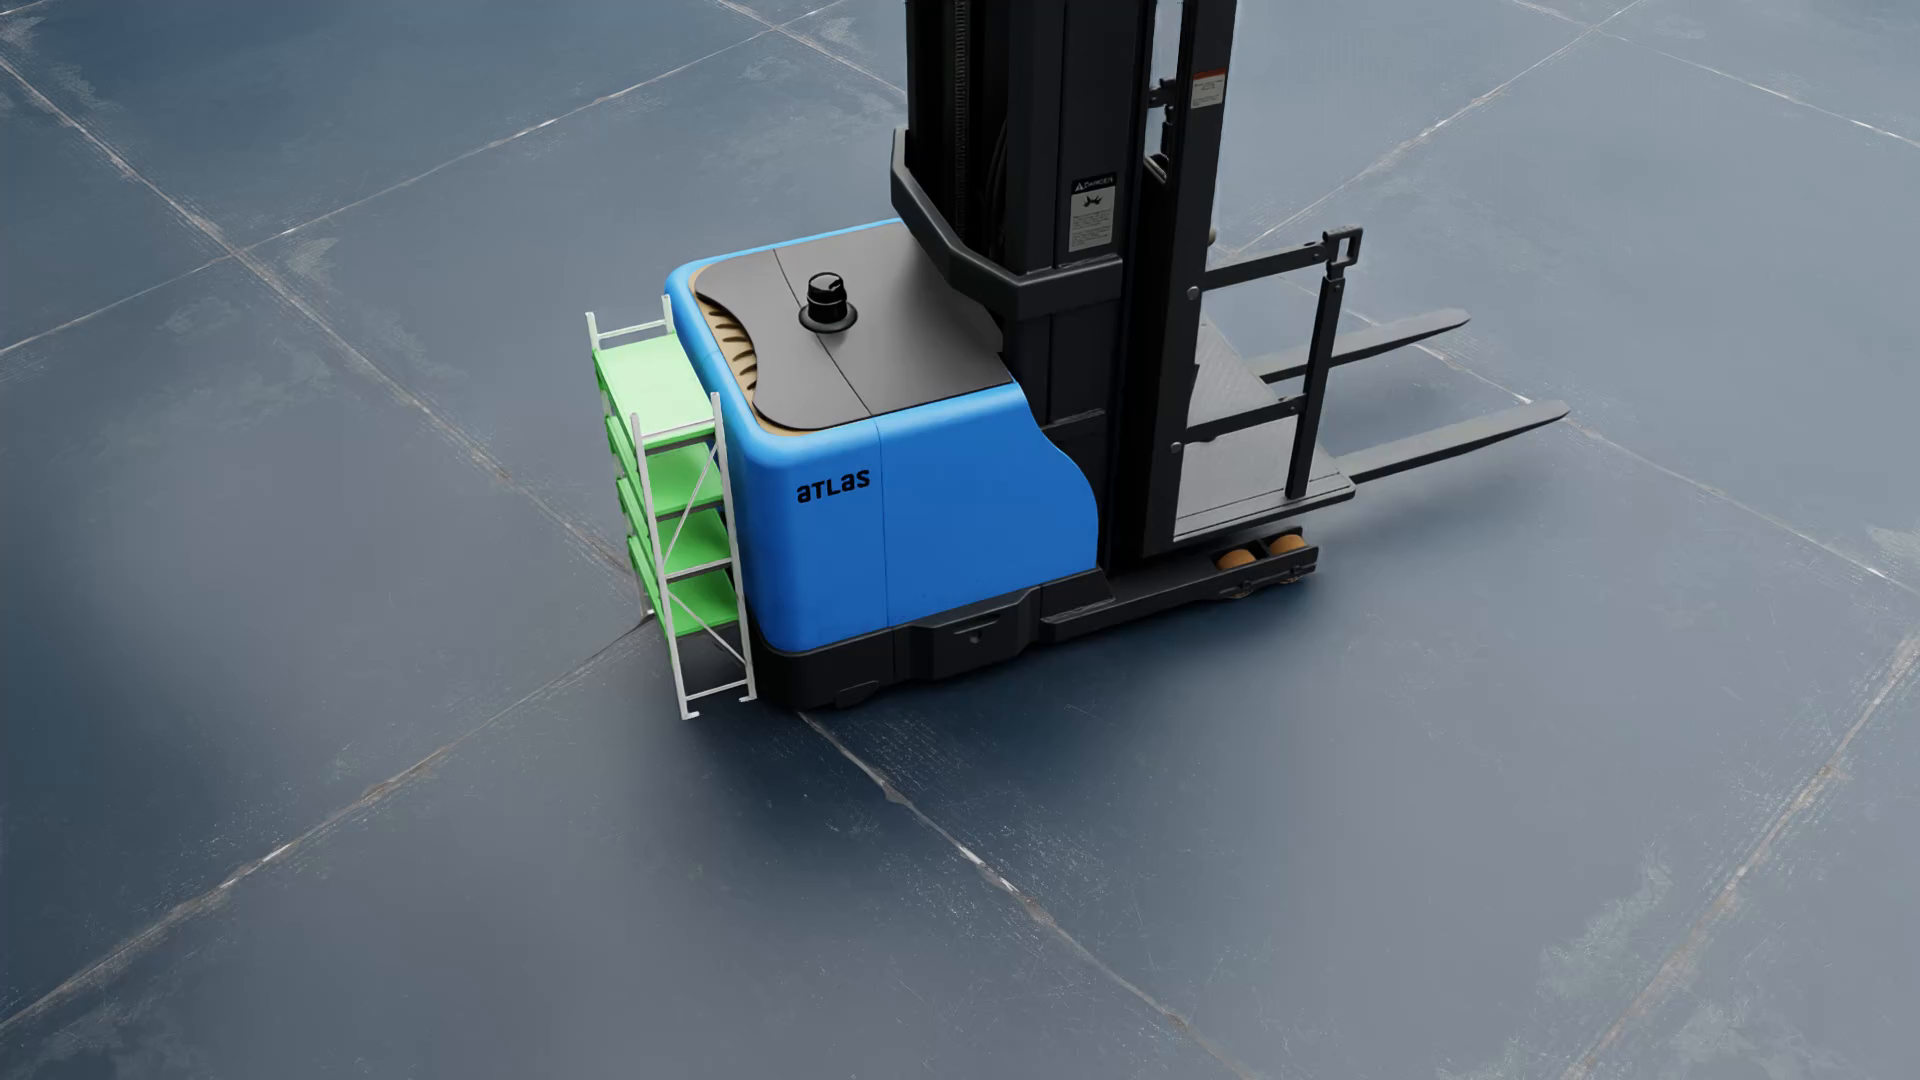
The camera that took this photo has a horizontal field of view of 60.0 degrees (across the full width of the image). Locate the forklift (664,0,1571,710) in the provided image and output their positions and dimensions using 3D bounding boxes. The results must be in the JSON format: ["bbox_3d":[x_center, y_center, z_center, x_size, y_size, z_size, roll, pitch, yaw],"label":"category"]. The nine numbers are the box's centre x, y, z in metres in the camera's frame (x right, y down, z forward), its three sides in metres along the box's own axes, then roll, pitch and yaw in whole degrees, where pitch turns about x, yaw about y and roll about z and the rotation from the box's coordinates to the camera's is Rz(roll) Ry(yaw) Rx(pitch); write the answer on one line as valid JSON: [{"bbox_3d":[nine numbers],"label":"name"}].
[{"bbox_3d":[0.651,-1.199,4.888,3.031,2.935,1.130,-15,45,-16],"label":"forklift"}]

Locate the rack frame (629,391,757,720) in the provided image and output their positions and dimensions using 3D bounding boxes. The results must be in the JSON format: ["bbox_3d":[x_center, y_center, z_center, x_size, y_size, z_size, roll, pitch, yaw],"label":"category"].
[{"bbox_3d":[-0.750,0.082,4.777,0.240,1.200,0.015,-16,45,-16],"label":"rack frame"}]

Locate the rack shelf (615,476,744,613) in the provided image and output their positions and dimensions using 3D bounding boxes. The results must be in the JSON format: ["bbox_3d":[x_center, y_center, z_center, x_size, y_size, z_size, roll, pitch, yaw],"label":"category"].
[{"bbox_3d":[-0.844,-0.024,4.986,0.258,0.148,0.480,-16,45,-16],"label":"rack shelf"}]

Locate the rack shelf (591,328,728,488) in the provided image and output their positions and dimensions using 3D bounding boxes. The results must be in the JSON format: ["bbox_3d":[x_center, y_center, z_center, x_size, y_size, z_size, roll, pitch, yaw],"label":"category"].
[{"bbox_3d":[-0.844,-0.376,4.660,0.258,0.148,0.480,-16,45,-16],"label":"rack shelf"}]

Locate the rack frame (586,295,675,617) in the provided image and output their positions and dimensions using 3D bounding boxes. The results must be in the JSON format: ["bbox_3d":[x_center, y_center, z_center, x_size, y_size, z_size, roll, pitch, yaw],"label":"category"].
[{"bbox_3d":[-0.938,-0.223,5.108,0.240,1.200,0.015,-16,45,-16],"label":"rack frame"}]

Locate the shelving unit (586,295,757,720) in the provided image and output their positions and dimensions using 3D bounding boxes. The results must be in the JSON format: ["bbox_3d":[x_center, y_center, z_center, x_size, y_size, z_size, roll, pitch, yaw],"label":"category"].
[{"bbox_3d":[-0.844,-0.071,4.942,0.258,1.200,0.503,-16,45,-16],"label":"shelving unit"}]

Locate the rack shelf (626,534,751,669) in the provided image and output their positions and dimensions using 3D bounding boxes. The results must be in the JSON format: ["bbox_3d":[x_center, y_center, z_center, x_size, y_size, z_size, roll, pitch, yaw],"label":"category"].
[{"bbox_3d":[-0.844,0.153,5.148,0.258,0.148,0.480,-16,45,-16],"label":"rack shelf"}]

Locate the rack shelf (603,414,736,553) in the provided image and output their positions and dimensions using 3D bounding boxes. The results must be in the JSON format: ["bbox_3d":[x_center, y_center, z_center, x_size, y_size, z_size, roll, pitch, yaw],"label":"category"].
[{"bbox_3d":[-0.844,-0.200,4.823,0.258,0.148,0.480,-16,45,-16],"label":"rack shelf"}]
